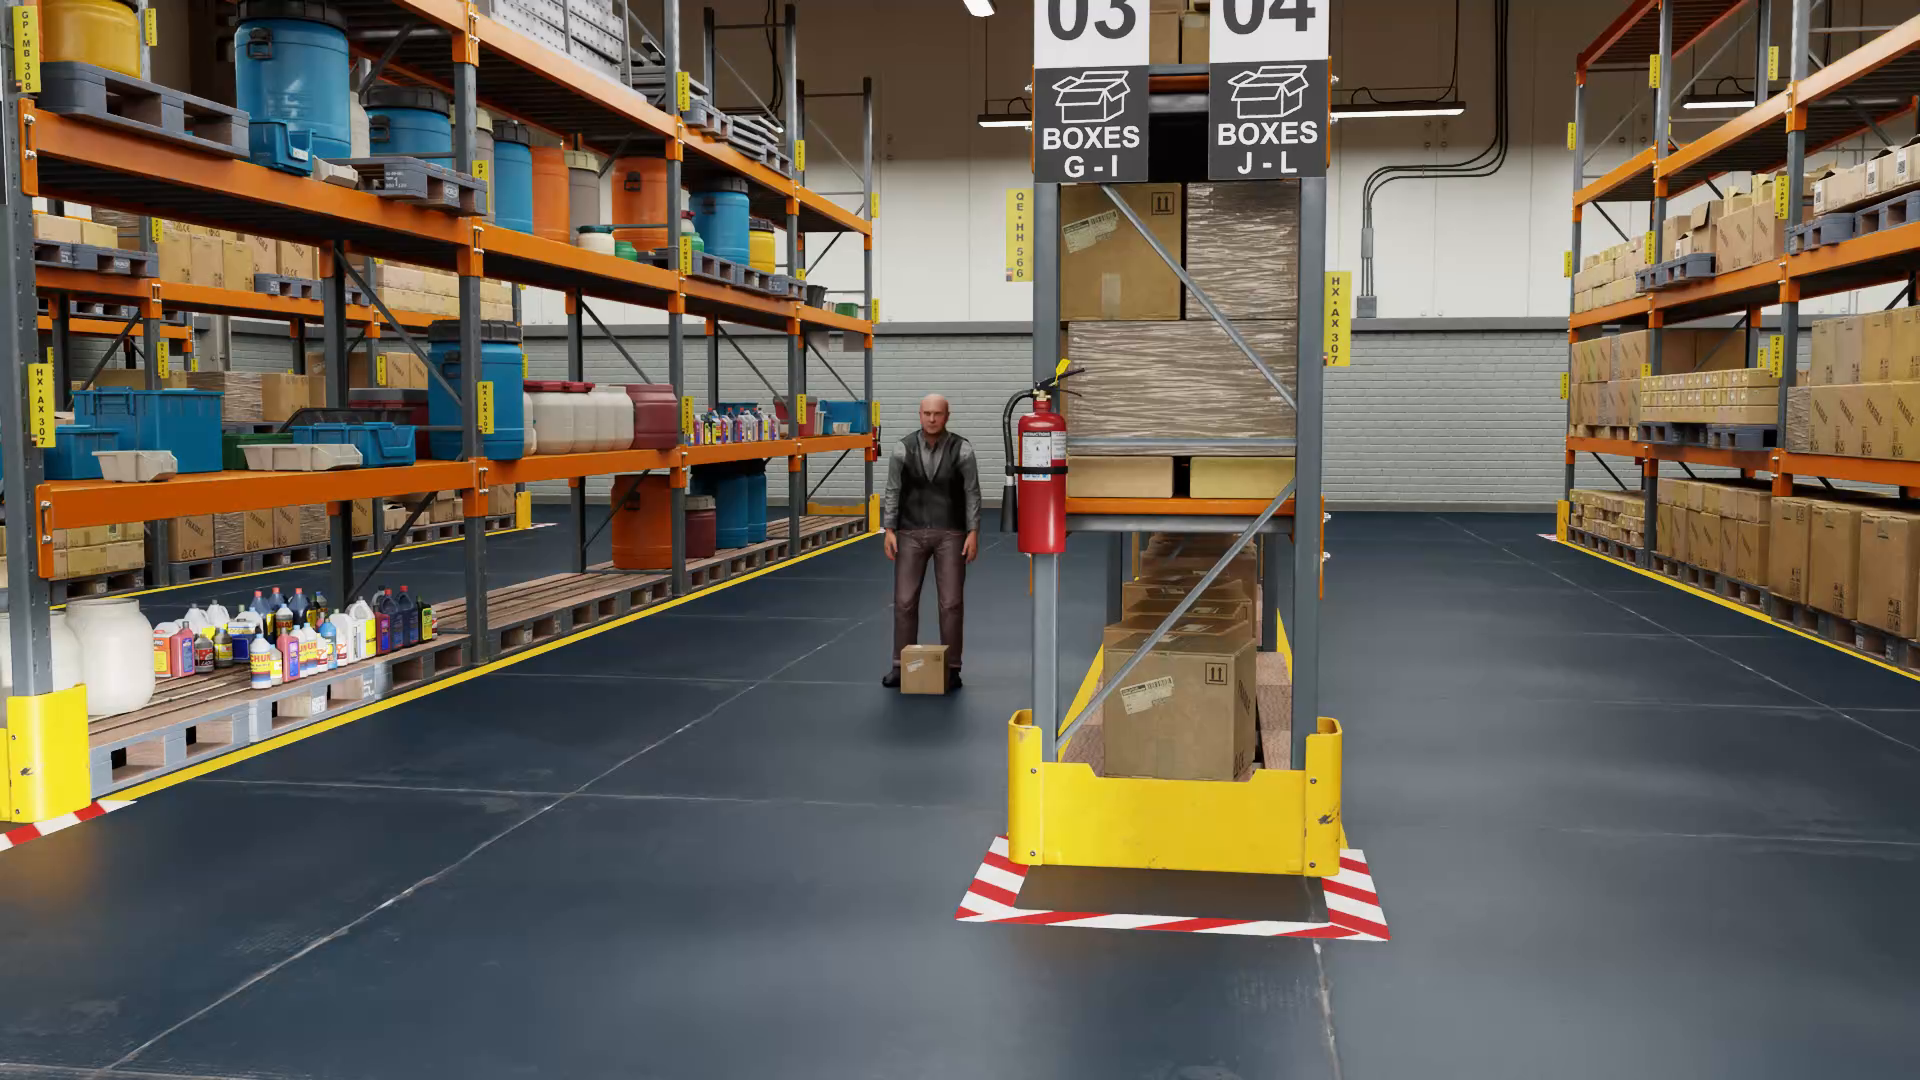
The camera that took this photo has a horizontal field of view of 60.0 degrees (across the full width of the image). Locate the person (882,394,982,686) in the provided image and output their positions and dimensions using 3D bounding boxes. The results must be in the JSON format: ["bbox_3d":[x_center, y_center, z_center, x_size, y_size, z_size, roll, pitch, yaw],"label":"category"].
[{"bbox_3d":[-0.164,-0.004,9.855,0.579,1.717,0.424,0,4,6],"label":"person"}]
